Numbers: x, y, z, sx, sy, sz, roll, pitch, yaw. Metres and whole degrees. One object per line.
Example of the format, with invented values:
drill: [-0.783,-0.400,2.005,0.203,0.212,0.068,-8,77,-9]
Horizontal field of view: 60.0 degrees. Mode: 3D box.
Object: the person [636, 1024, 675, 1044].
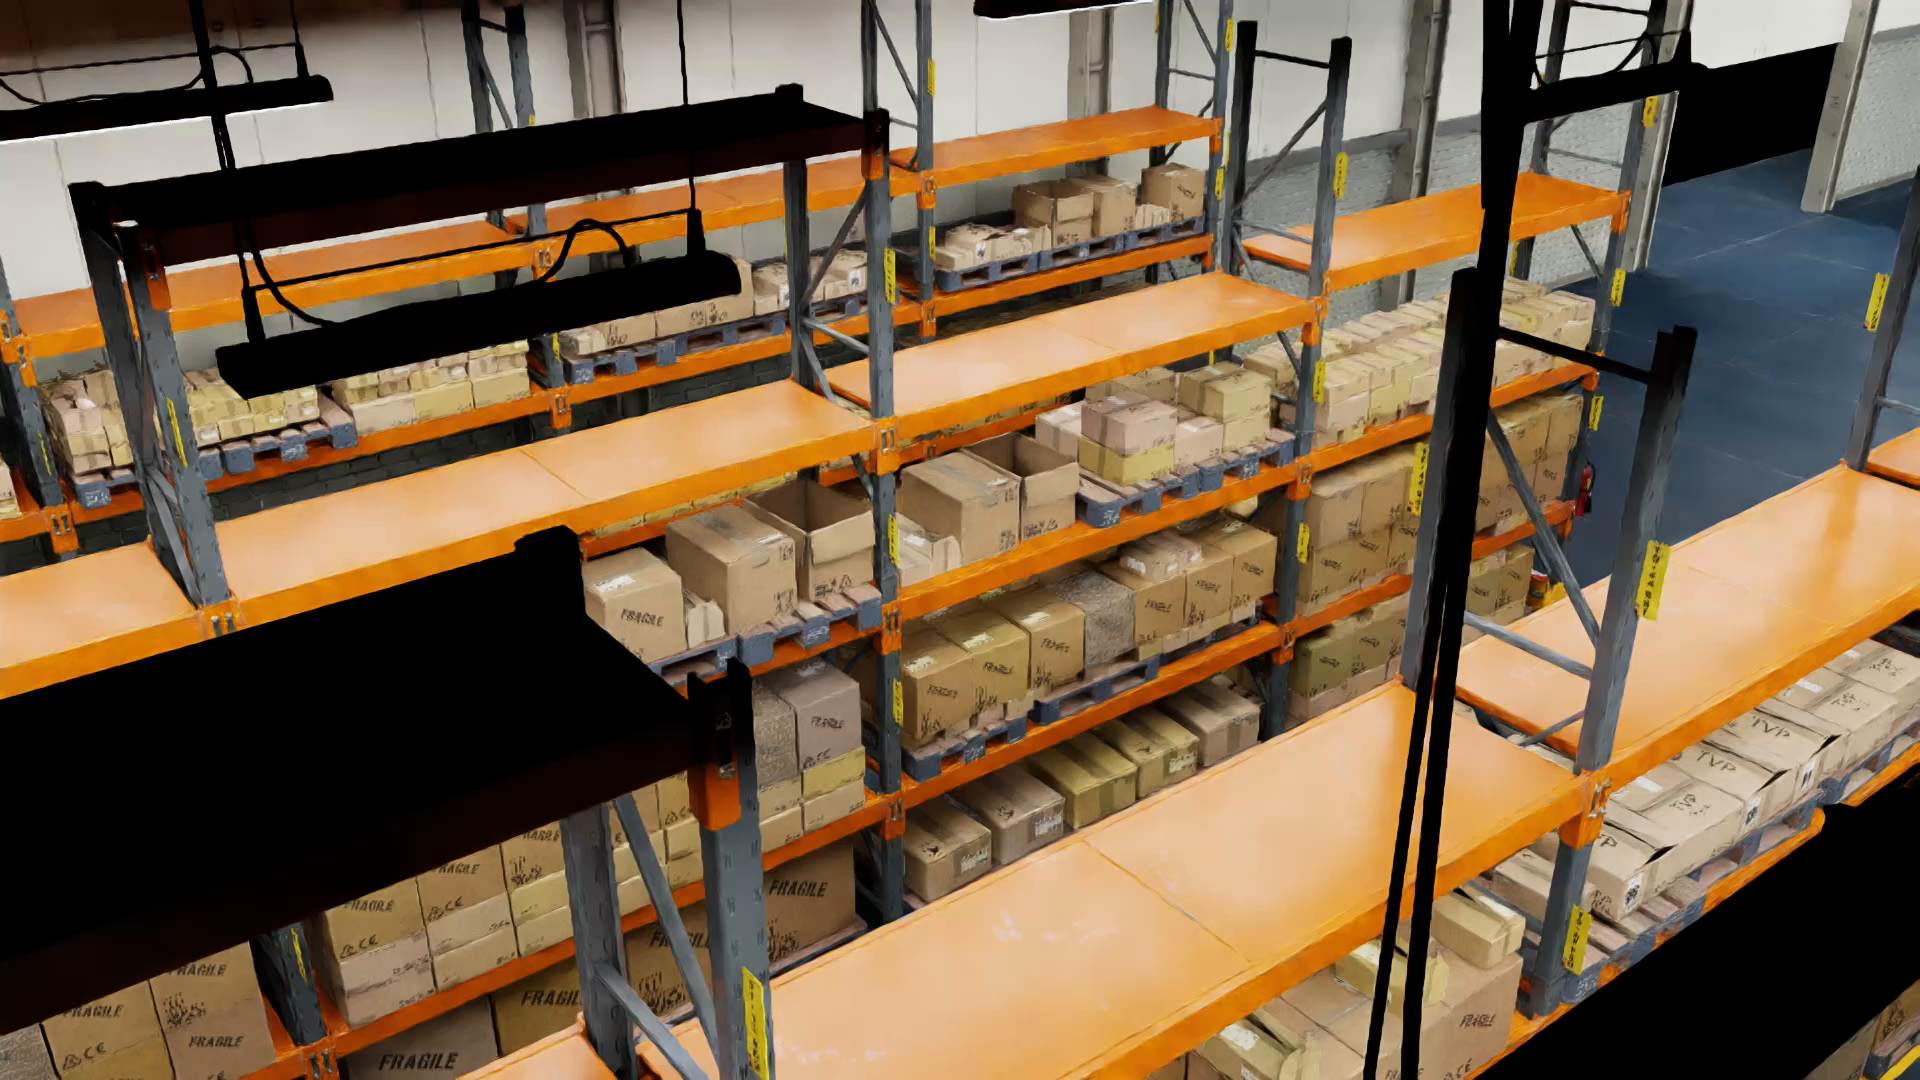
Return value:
person: [-1.566,3.400,9.150,0.667,1.746,0.596,-6,27,-13]
